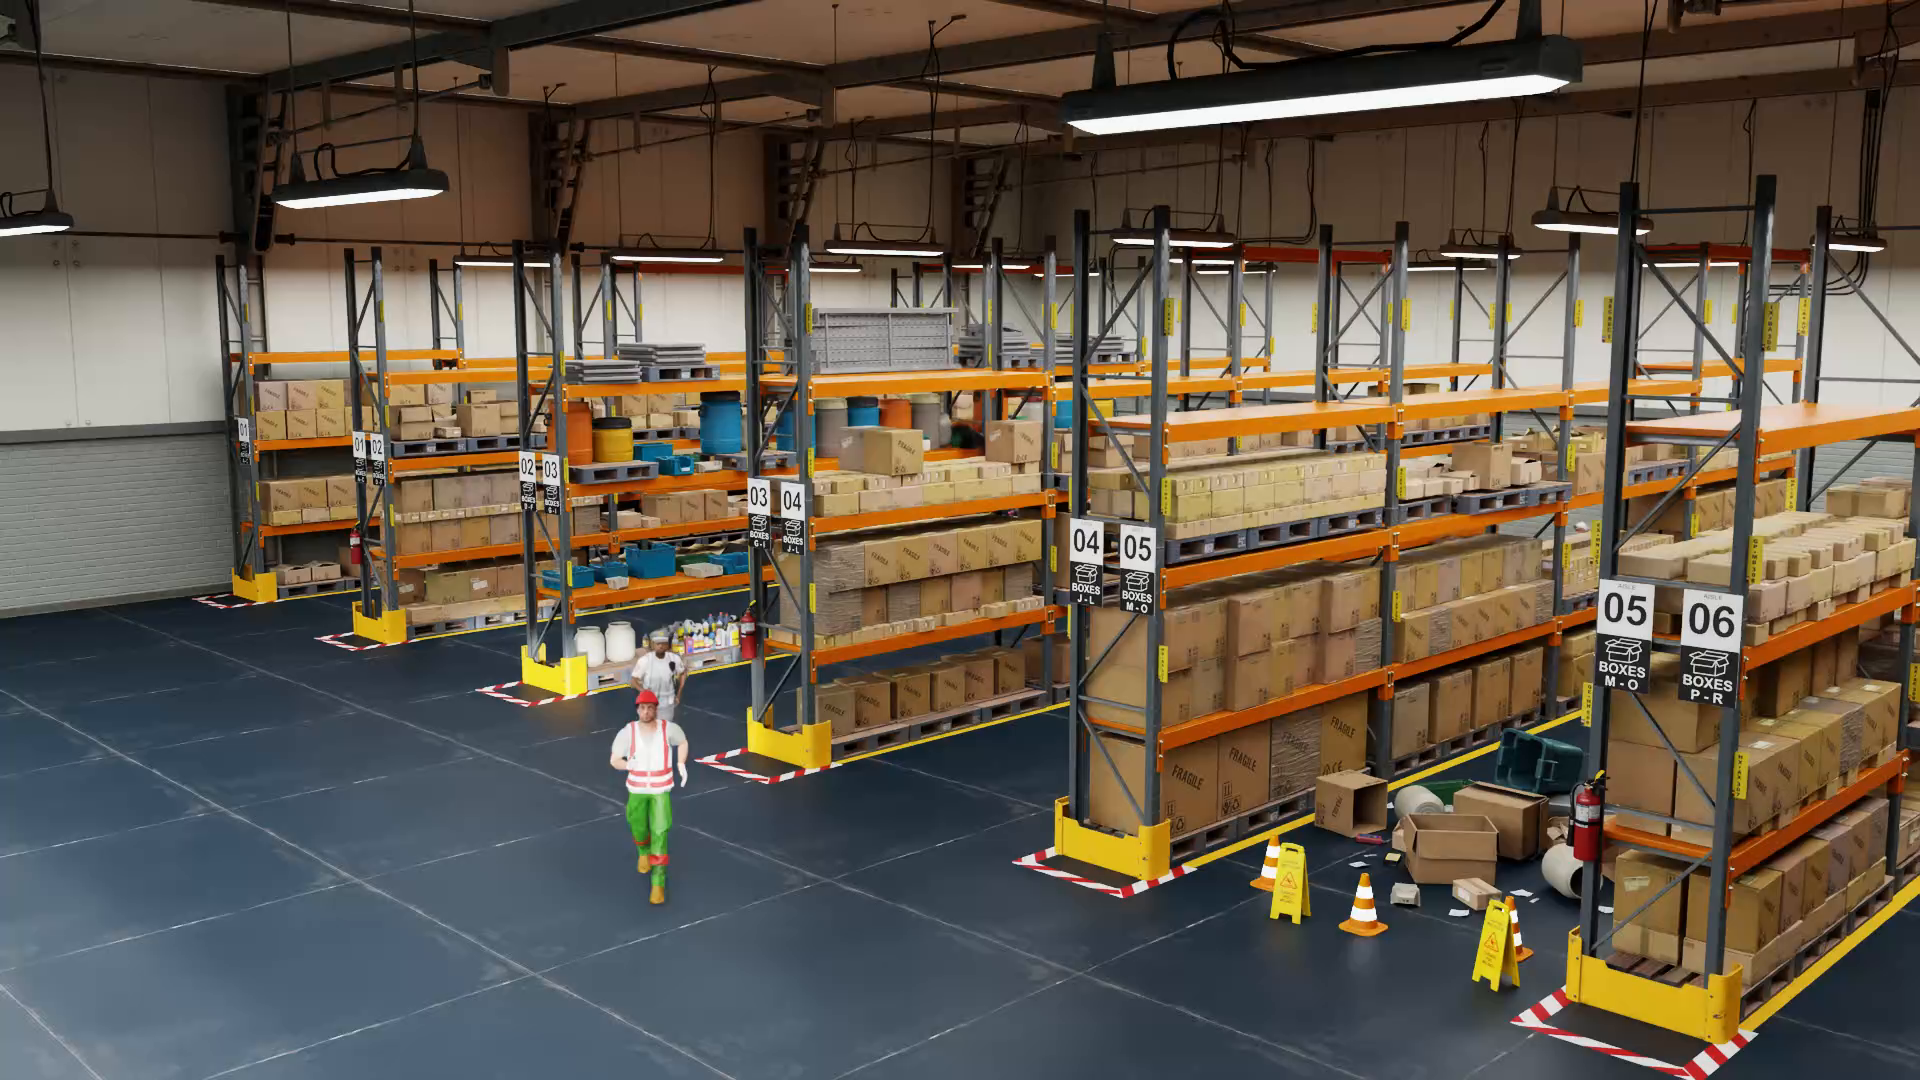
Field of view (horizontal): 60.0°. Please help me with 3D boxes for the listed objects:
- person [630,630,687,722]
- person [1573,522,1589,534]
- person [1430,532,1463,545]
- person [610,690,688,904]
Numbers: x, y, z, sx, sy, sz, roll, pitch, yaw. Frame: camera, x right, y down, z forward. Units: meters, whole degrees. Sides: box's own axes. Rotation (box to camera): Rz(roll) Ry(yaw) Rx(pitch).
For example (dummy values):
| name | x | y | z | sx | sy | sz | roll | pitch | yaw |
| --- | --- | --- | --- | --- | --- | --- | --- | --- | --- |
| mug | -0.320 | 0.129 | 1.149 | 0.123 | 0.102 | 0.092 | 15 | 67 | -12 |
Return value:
| name | x | y | z | sx | sy | sz | roll | pitch | yaw |
| --- | --- | --- | --- | --- | --- | --- | --- | --- | --- |
| person | -3.249 | 1.802 | 17.967 | 0.609 | 1.725 | 0.812 | -2 | 8 | -11 |
| person | 9.833 | 0.586 | 26.327 | 0.657 | 1.741 | 0.695 | -6 | 10 | -34 |
| person | 7.599 | 0.625 | 25.973 | 0.684 | 1.843 | 0.841 | 8 | 11 | 44 |
| person | -2.727 | 2.190 | 14.611 | 0.657 | 1.764 | 1.011 | -1 | 8 | -6 |
